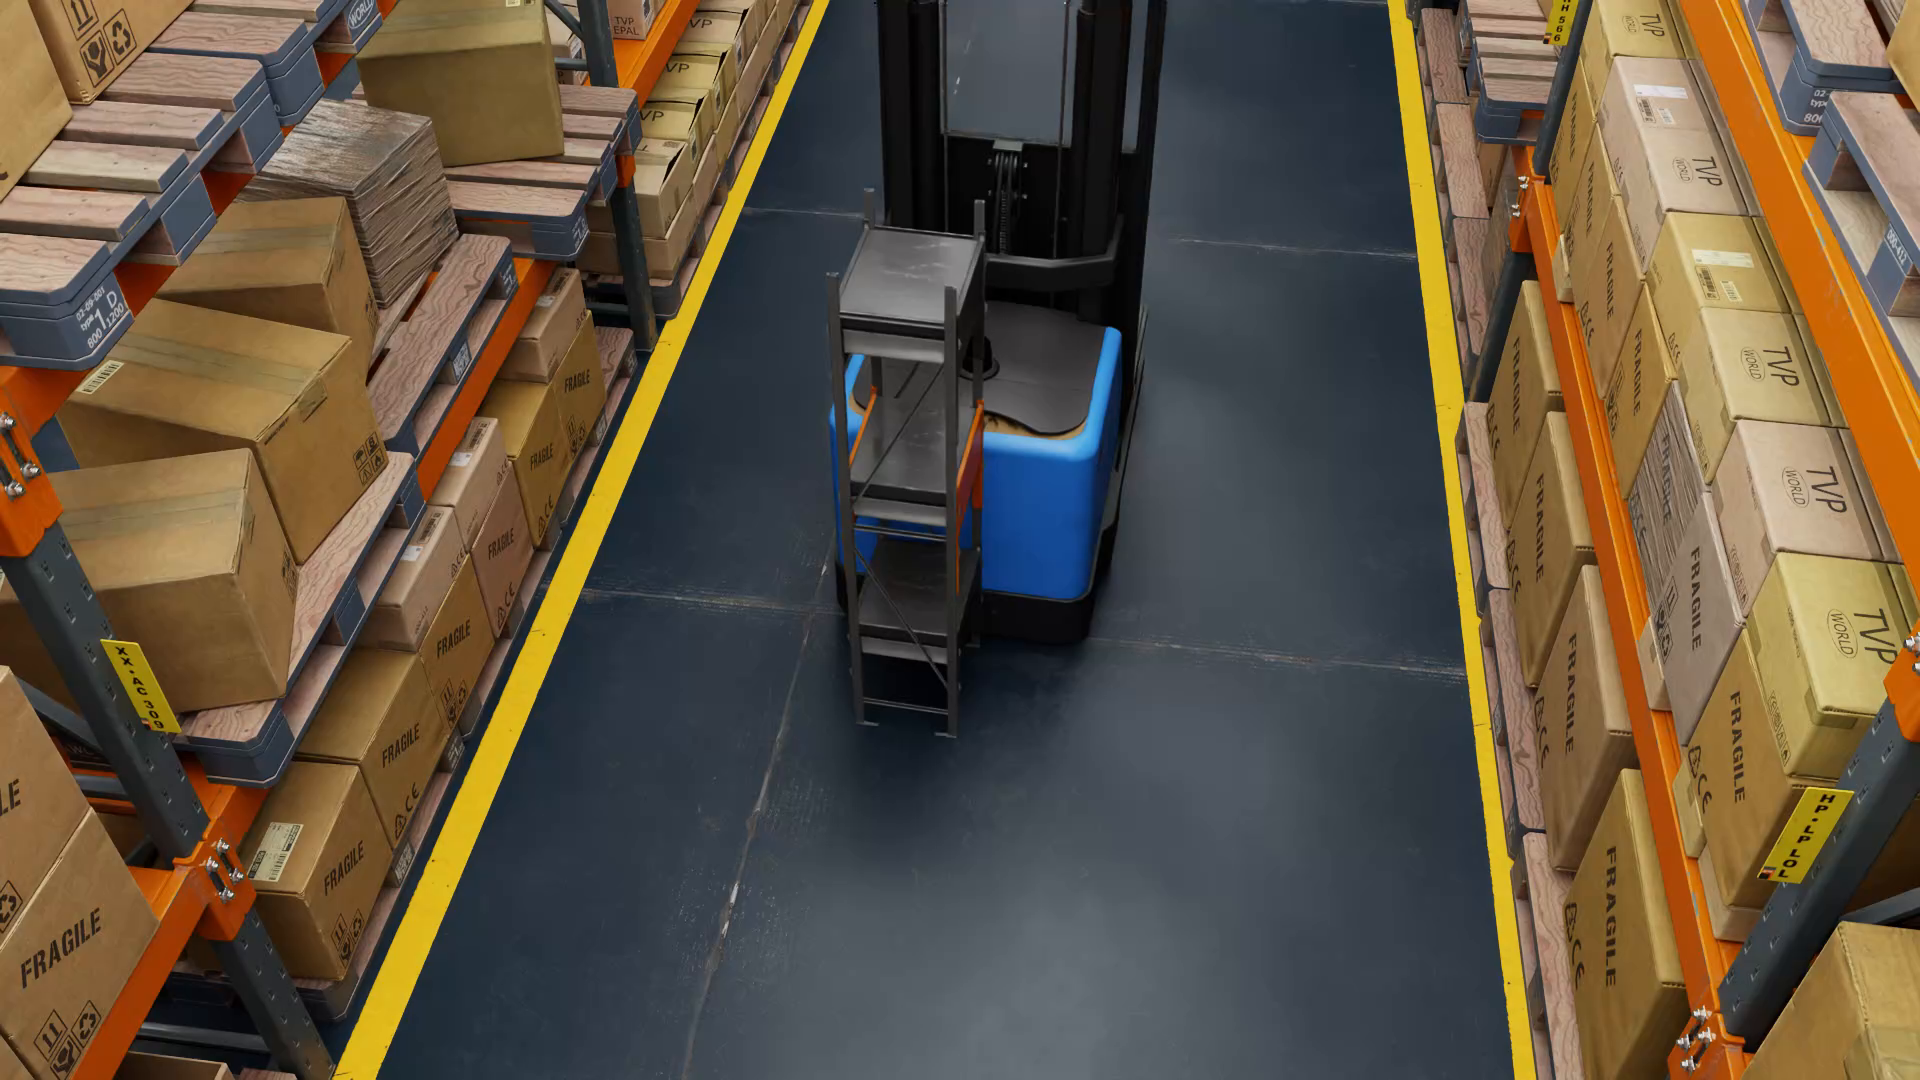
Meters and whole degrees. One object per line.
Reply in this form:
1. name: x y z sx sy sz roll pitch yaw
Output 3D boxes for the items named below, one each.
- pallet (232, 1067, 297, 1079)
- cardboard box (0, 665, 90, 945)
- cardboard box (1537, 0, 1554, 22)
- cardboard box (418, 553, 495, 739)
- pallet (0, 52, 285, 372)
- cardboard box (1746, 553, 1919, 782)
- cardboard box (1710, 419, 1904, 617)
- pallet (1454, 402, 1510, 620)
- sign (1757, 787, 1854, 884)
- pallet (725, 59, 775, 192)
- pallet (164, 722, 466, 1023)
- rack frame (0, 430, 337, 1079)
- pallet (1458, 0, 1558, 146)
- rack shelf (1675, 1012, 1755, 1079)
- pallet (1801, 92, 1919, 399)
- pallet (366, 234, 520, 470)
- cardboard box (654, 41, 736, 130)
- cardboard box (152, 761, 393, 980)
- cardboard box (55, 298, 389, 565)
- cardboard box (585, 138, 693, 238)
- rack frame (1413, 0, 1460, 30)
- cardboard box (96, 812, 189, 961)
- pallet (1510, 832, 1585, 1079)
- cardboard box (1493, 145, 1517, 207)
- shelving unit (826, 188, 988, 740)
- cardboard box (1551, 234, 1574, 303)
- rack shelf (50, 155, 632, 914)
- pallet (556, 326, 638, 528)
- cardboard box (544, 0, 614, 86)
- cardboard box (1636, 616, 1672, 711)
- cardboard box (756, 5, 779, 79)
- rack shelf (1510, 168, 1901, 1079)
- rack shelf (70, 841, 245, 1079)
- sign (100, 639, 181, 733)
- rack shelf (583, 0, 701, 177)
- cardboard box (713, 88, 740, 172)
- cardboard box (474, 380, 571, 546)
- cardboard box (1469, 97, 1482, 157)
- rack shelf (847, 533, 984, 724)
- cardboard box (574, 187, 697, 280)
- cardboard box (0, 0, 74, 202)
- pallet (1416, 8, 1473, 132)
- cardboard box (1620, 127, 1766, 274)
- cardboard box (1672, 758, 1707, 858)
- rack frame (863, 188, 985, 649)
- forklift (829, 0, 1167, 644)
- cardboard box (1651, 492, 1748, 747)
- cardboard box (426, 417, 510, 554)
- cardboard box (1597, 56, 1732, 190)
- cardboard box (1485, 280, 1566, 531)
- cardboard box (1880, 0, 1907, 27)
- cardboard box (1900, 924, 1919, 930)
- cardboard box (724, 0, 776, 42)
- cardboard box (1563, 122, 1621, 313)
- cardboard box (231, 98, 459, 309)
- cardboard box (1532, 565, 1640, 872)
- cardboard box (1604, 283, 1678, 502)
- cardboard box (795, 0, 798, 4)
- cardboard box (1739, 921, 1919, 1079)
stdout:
1. pallet: -2.630 2.111 4.868 1.003 0.211 1.213 5 44 6
2. cardboard box: -2.349 0.599 3.636 0.500 0.500 0.500 5 44 6
3. cardboard box: 3.000 -2.549 7.368 0.700 0.500 0.500 1 43 2
4. cardboard box: -2.100 0.366 6.180 0.500 0.500 0.500 6 44 6
5. pallet: -2.383 -0.829 3.899 1.213 0.211 1.003 5 44 6
6. cardboard box: 2.180 0.312 3.890 0.500 0.250 0.500 6 44 7
7. cardboard box: 2.258 -0.035 4.257 0.500 0.250 0.500 6 44 6
8. pallet: 2.722 -0.105 7.208 1.003 0.211 1.213 5 44 6
9. sign: 1.833 0.643 3.604 0.100 0.325 0.005 5 44 6
10. pallet: -1.698 -2.470 9.705 1.003 0.211 1.213 5 44 6
11. pallet: -2.468 1.085 5.951 1.003 0.211 1.213 5 44 6
12. rack frame: -2.538 0.630 4.403 1.000 3.000 0.127 5 44 6
13. pallet: 2.890 -2.074 7.398 1.213 0.211 1.003 5 44 6
14. rack shelf: 2.108 2.702 2.738 1.077 0.370 4.000 5 44 6
15. pallet: 2.445 -0.571 3.629 0.805 0.209 1.217 4 44 4
16. pallet: -2.262 -0.701 5.948 1.003 0.211 1.213 5 44 6
17. cardboard box: -1.519 -2.490 8.985 0.500 0.311 0.500 4 44 4
18. cardboard box: -2.233 1.070 5.436 0.500 0.500 0.500 3 44 4
19. cardboard box: -2.226 -0.336 5.045 0.700 0.500 0.500 12 45 12
20. cardboard box: -1.649 -1.784 8.239 0.500 0.311 0.500 7 44 7
21. rack frame: 3.430 -4.374 9.688 1.000 3.000 0.127 5 44 6
22. cardboard box: -2.757 1.015 5.494 0.500 0.500 0.500 5 44 5
23. pallet: 2.400 1.557 5.452 1.003 0.211 1.213 5 44 6
24. cardboard box: 3.128 -1.736 8.400 0.700 0.500 0.500 5 44 5
25. shelving unit: -0.162 -0.186 5.919 0.431 2.100 0.503 8 44 8
26. cardboard box: 2.467 -1.017 6.310 0.380 0.149 0.250 6 44 7
27. rack shelf: -2.274 -0.472 6.090 1.077 0.370 4.000 5 44 6
28. pallet: -2.146 -0.578 7.707 1.003 0.211 1.213 5 44 6
29. cardboard box: -1.918 -2.308 7.570 0.500 0.311 0.500 8 44 8
30. cardboard box: 2.202 0.373 4.842 0.380 0.149 0.250 5 44 6
31. cardboard box: -1.384 -2.974 9.904 0.500 0.250 0.500 6 44 6
32. rack shelf: 2.637 -0.024 5.617 1.077 0.370 4.000 5 44 6
33. rack shelf: -2.803 2.254 3.211 1.077 0.370 4.000 5 44 6
34. sign: -2.000 0.360 4.059 0.100 0.325 0.005 5 44 6
35. rack shelf: -1.745 -3.198 8.969 1.077 0.370 4.000 5 44 6
36. cardboard box: -1.521 -2.278 9.169 0.500 0.250 0.500 4 44 4
37. cardboard box: -1.969 -0.337 6.922 0.500 0.500 0.500 4 44 4
38. cardboard box: 3.223 -2.423 9.125 0.700 0.500 0.500 6 44 6
39. rack shelf: -0.162 0.333 6.410 0.431 0.518 0.480 8 44 8
40. cardboard box: -1.649 -1.580 8.432 0.500 0.250 0.500 5 44 5
41. cardboard box: -2.399 -1.021 3.514 0.600 0.600 0.600 1 43 2
42. pallet: 3.328 -2.831 10.087 1.003 0.211 1.213 5 44 6
43. cardboard box: 2.453 -1.079 5.359 0.500 0.250 0.500 6 44 6
44. cardboard box: 2.146 0.731 4.464 0.380 0.149 0.250 6 44 6
45. rack frame: -0.116 -0.350 6.093 0.400 2.100 0.015 8 44 8
46. forklift: 0.276 -1.672 6.884 1.130 2.935 3.031 8 44 8
47. cardboard box: 2.241 0.240 4.511 0.500 0.500 0.500 6 44 6
48. cardboard box: -2.035 -0.225 6.259 0.500 0.250 0.500 4 44 5
49. cardboard box: 2.515 -1.420 5.719 0.500 0.250 0.500 5 44 5
50. cardboard box: 2.674 -0.531 6.887 0.750 0.750 0.750 5 44 5
51. cardboard box: 2.737 -1.518 4.097 0.700 0.500 0.500 5 44 5
52. cardboard box: 2.613 0.951 4.232 0.380 0.149 0.250 4 44 4
53. cardboard box: -1.381 -3.183 9.716 0.500 0.311 0.500 5 44 5
54. cardboard box: 2.505 -1.136 5.965 0.500 0.500 0.500 7 44 7
55. cardboard box: -2.291 -1.240 5.999 0.700 0.500 0.500 13 45 13
56. cardboard box: 2.444 0.645 5.645 0.750 0.750 0.750 6 44 7
57. cardboard box: 2.377 -0.442 5.232 0.500 0.500 0.500 6 44 7
58. cardboard box: -1.248 -3.667 10.636 0.500 0.250 0.500 5 44 5
59. cardboard box: 2.284 1.337 3.438 0.980 0.700 0.700 6 44 6
